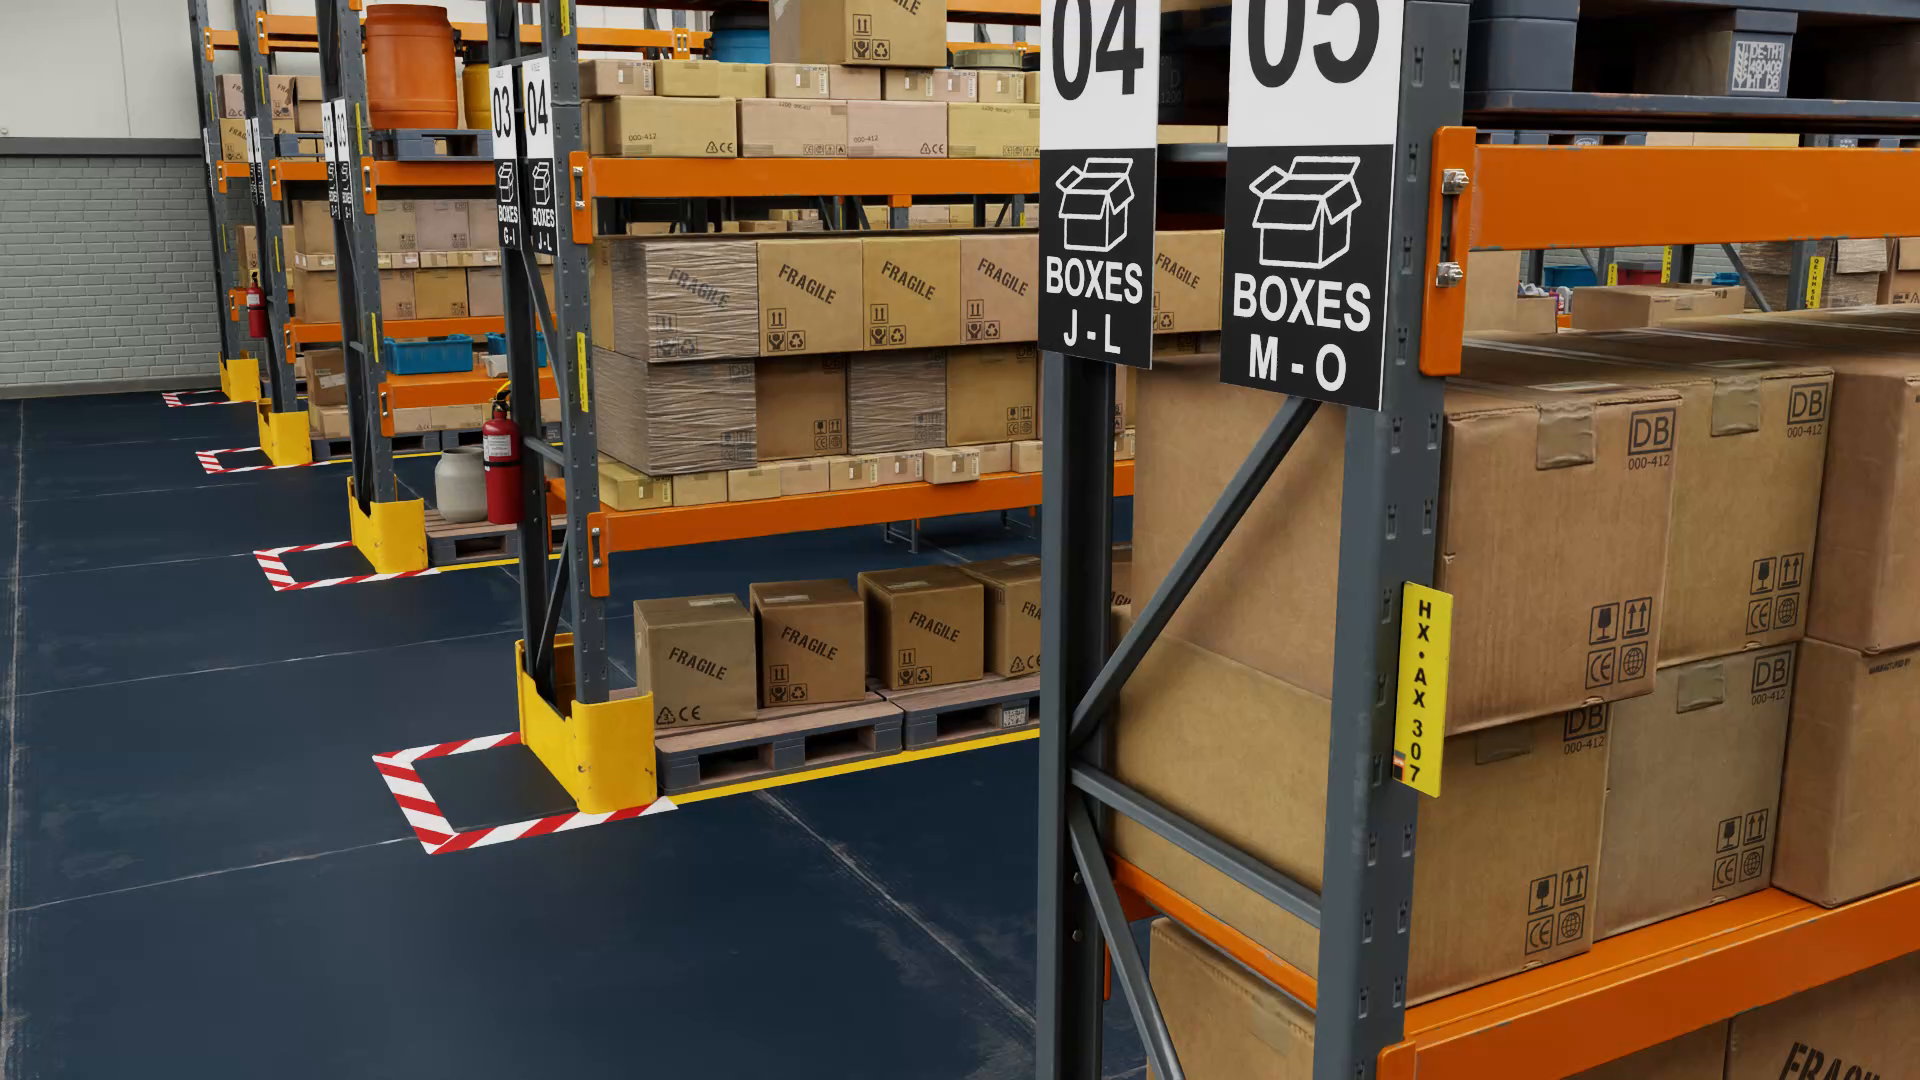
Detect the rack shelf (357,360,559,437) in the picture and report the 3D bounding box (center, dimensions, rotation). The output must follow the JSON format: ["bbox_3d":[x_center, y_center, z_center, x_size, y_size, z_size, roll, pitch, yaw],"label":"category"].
[{"bbox_3d":[-2.446,-1.194,12.722,4.000,0.370,1.077,-7,14,-28],"label":"rack shelf"}]

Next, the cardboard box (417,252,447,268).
[{"bbox_3d":[-5.219,-2.764,16.353,0.250,0.149,0.380,-7,15,-30],"label":"cardboard box"}]

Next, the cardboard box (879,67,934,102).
[{"bbox_3d":[-0.318,-2.080,7.620,0.250,0.149,0.380,-8,15,-30],"label":"cardboard box"}]

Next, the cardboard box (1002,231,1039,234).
[{"bbox_3d":[0.542,-1.277,8.270,0.500,0.500,0.500,-7,14,-28],"label":"cardboard box"}]

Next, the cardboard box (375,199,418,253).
[{"bbox_3d":[-5.651,-3.080,16.281,0.500,0.500,0.700,-7,15,-29],"label":"cardboard box"}]

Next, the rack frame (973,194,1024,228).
[{"bbox_3d":[0.450,-3.131,19.692,0.127,3.000,1.000,-7,14,-28],"label":"rack frame"}]

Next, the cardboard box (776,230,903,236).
[{"bbox_3d":[-0.588,-1.273,8.253,0.500,0.500,0.500,-7,14,-28],"label":"cardboard box"}]

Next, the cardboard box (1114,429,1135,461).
[{"bbox_3d":[0.714,-0.511,8.622,0.250,0.149,0.380,-7,14,-28],"label":"cardboard box"}]

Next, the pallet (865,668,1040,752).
[{"bbox_3d":[0.038,0.766,8.725,1.213,0.211,1.003,-7,14,-28],"label":"pallet"}]

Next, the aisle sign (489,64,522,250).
[{"bbox_3d":[-2.027,-1.700,7.410,0.004,0.787,0.394,-7,14,-28],"label":"aisle sign"}]

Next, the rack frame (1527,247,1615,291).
[{"bbox_3d":[6.331,-2.597,17.318,0.127,3.000,1.000,-7,14,-28],"label":"rack frame"}]

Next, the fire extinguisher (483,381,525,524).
[{"bbox_3d":[-2.150,-0.419,7.817,0.183,0.674,0.296,-7,14,-28],"label":"fire extinguisher"}]

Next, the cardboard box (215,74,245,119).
[{"bbox_3d":[-8.494,-5.248,19.712,0.500,0.500,0.500,-8,15,-32],"label":"cardboard box"}]

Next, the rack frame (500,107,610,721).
[{"bbox_3d":[-1.829,-0.380,7.467,0.127,3.000,1.000,-7,14,-28],"label":"rack frame"}]

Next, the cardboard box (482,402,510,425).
[{"bbox_3d":[-4.677,-1.324,16.968,0.500,0.250,0.500,-7,14,-28],"label":"cardboard box"}]

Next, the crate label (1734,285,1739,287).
[{"bbox_3d":[8.719,-2.736,18.400,0.243,0.136,0.396,-7,14,-28],"label":"crate label"}]

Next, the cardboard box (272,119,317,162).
[{"bbox_3d":[-8.047,-4.803,20.012,0.500,0.500,0.500,-6,14,-24],"label":"cardboard box"}]

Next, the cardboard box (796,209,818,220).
[{"bbox_3d":[-2.215,-4.623,23.614,0.250,0.149,0.380,-9,16,-35],"label":"cardboard box"}]

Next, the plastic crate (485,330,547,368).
[{"bbox_3d":[-3.333,-1.440,12.514,0.408,0.251,0.499,-7,14,-28],"label":"plastic crate"}]

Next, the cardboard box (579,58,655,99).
[{"bbox_3d":[-1.476,-1.949,7.041,0.250,0.149,0.380,-7,14,-28],"label":"cardboard box"}]

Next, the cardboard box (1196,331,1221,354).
[{"bbox_3d":[1.258,-0.960,9.136,0.500,0.500,0.875,-7,14,-28],"label":"cardboard box"}]

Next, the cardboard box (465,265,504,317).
[{"bbox_3d":[-4.799,-2.549,16.874,0.500,0.500,0.700,-6,14,-26],"label":"cardboard box"}]

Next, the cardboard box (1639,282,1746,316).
[{"bbox_3d":[4.738,-1.411,10.863,0.500,0.500,0.500,-9,16,-35],"label":"cardboard box"}]

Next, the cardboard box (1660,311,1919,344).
[{"bbox_3d":[2.201,-0.235,4.019,0.500,0.550,0.875,-7,14,-28],"label":"cardboard box"}]

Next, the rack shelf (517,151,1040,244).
[{"bbox_3d":[-0.073,-1.703,8.152,4.000,0.370,1.077,-7,14,-28],"label":"rack shelf"}]

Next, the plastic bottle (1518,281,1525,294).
[{"bbox_3d":[5.519,-2.394,16.527,0.185,0.351,0.144,-7,14,-28],"label":"plastic bottle"}]

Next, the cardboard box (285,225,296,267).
[{"bbox_3d":[-7.947,-3.589,20.312,0.500,0.500,0.500,-7,14,-28],"label":"cardboard box"}]

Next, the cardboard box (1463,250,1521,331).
[{"bbox_3d":[2.447,-1.355,9.477,1.000,1.000,1.000,-7,14,-27],"label":"cardboard box"}]

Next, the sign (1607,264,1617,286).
[{"bbox_3d":[6.593,-2.626,16.816,0.005,0.325,0.100,-7,14,-28],"label":"sign"}]

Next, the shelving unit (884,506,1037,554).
[{"bbox_3d":[0.006,-0.549,12.489,1.048,1.125,0.538,-7,14,-28],"label":"shelving unit"}]

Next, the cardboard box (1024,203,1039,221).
[{"bbox_3d":[1.297,-4.978,25.236,0.500,0.250,0.500,-6,14,-26],"label":"cardboard box"}]

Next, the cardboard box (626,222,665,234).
[{"bbox_3d":[-3.447,-3.344,17.455,0.500,0.500,0.700,-7,14,-28],"label":"cardboard box"}]

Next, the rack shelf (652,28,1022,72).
[{"bbox_3d":[-1.306,-5.302,18.221,4.000,0.370,1.077,-7,14,-28],"label":"rack shelf"}]

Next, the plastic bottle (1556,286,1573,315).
[{"bbox_3d":[6.140,-2.433,16.871,0.135,0.276,0.152,-7,14,-28],"label":"plastic bottle"}]

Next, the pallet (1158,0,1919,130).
[{"bbox_3d":[1.105,-0.914,3.209,1.213,0.211,1.003,-7,14,-28],"label":"pallet"}]

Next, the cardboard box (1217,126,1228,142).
[{"bbox_3d":[1.407,-2.093,8.587,0.500,0.250,0.500,-6,14,-26],"label":"cardboard box"}]

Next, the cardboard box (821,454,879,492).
[{"bbox_3d":[-0.577,-0.343,7.874,0.250,0.149,0.380,-7,14,-28],"label":"cardboard box"}]

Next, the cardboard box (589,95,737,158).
[{"bbox_3d":[-1.282,-1.771,7.158,0.500,0.250,0.500,-6,14,-26],"label":"cardboard box"}]

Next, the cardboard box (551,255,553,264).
[{"bbox_3d":[-4.091,-2.899,16.955,0.250,0.149,0.380,-7,14,-28],"label":"cardboard box"}]

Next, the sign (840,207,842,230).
[{"bbox_3d":[-1.659,-4.508,23.353,0.005,0.325,0.100,-7,14,-28],"label":"sign"}]

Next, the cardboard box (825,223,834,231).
[{"bbox_3d":[-1.639,-4.390,24.332,0.500,0.500,0.500,-7,14,-28],"label":"cardboard box"}]

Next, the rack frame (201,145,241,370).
[{"bbox_3d":[-8.949,-3.244,20.192,0.127,3.000,1.000,-7,14,-28],"label":"rack frame"}]

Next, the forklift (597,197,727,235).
[{"bbox_3d":[-2.674,-2.077,15.161,1.130,2.935,3.031,-1,13,-4],"label":"forklift"}]

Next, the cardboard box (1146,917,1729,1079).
[{"bbox_3d":[1.023,1.334,3.733,0.875,0.875,0.875,-7,14,-28],"label":"cardboard box"}]

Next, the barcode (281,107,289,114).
[{"bbox_3d":[-6.538,-4.161,16.113,0.075,0.075,0.001,-7,14,-28],"label":"barcode"}]

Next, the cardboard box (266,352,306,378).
[{"bbox_3d":[-8.298,-2.202,20.685,0.500,0.311,0.500,-9,15,-34],"label":"cardboard box"}]

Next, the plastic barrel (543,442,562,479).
[{"bbox_3d":[-3.221,-0.463,12.543,0.421,0.512,0.421,0,13,0],"label":"plastic barrel"}]

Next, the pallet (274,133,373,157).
[{"bbox_3d":[-5.939,-3.779,15.941,1.213,0.211,1.003,-7,14,-28],"label":"pallet"}]

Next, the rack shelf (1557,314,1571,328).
[{"bbox_3d":[4.575,-2.036,16.462,4.000,0.370,1.077,-7,14,-28],"label":"rack shelf"}]

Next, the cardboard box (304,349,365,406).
[{"bbox_3d":[-6.244,-1.633,16.631,0.500,0.500,0.500,-7,14,-28],"label":"cardboard box"}]

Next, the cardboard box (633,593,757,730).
[{"bbox_3d":[-1.273,0.572,7.973,0.500,0.500,0.500,-4,13,-17],"label":"cardboard box"}]

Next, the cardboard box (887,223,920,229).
[{"bbox_3d":[-0.914,-4.344,24.131,0.500,0.500,0.500,-6,14,-26],"label":"cardboard box"}]

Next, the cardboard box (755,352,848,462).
[{"bbox_3d":[-0.951,-0.703,7.994,0.500,0.500,0.875,-7,14,-28],"label":"cardboard box"}]

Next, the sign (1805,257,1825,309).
[{"bbox_3d":[5.461,-1.645,10.628,0.005,0.325,0.100,-7,14,-28],"label":"sign"}]

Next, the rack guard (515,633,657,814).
[{"bbox_3d":[-1.762,0.831,7.777,0.348,0.500,1.175,-7,14,-28],"label":"rack guard"}]
